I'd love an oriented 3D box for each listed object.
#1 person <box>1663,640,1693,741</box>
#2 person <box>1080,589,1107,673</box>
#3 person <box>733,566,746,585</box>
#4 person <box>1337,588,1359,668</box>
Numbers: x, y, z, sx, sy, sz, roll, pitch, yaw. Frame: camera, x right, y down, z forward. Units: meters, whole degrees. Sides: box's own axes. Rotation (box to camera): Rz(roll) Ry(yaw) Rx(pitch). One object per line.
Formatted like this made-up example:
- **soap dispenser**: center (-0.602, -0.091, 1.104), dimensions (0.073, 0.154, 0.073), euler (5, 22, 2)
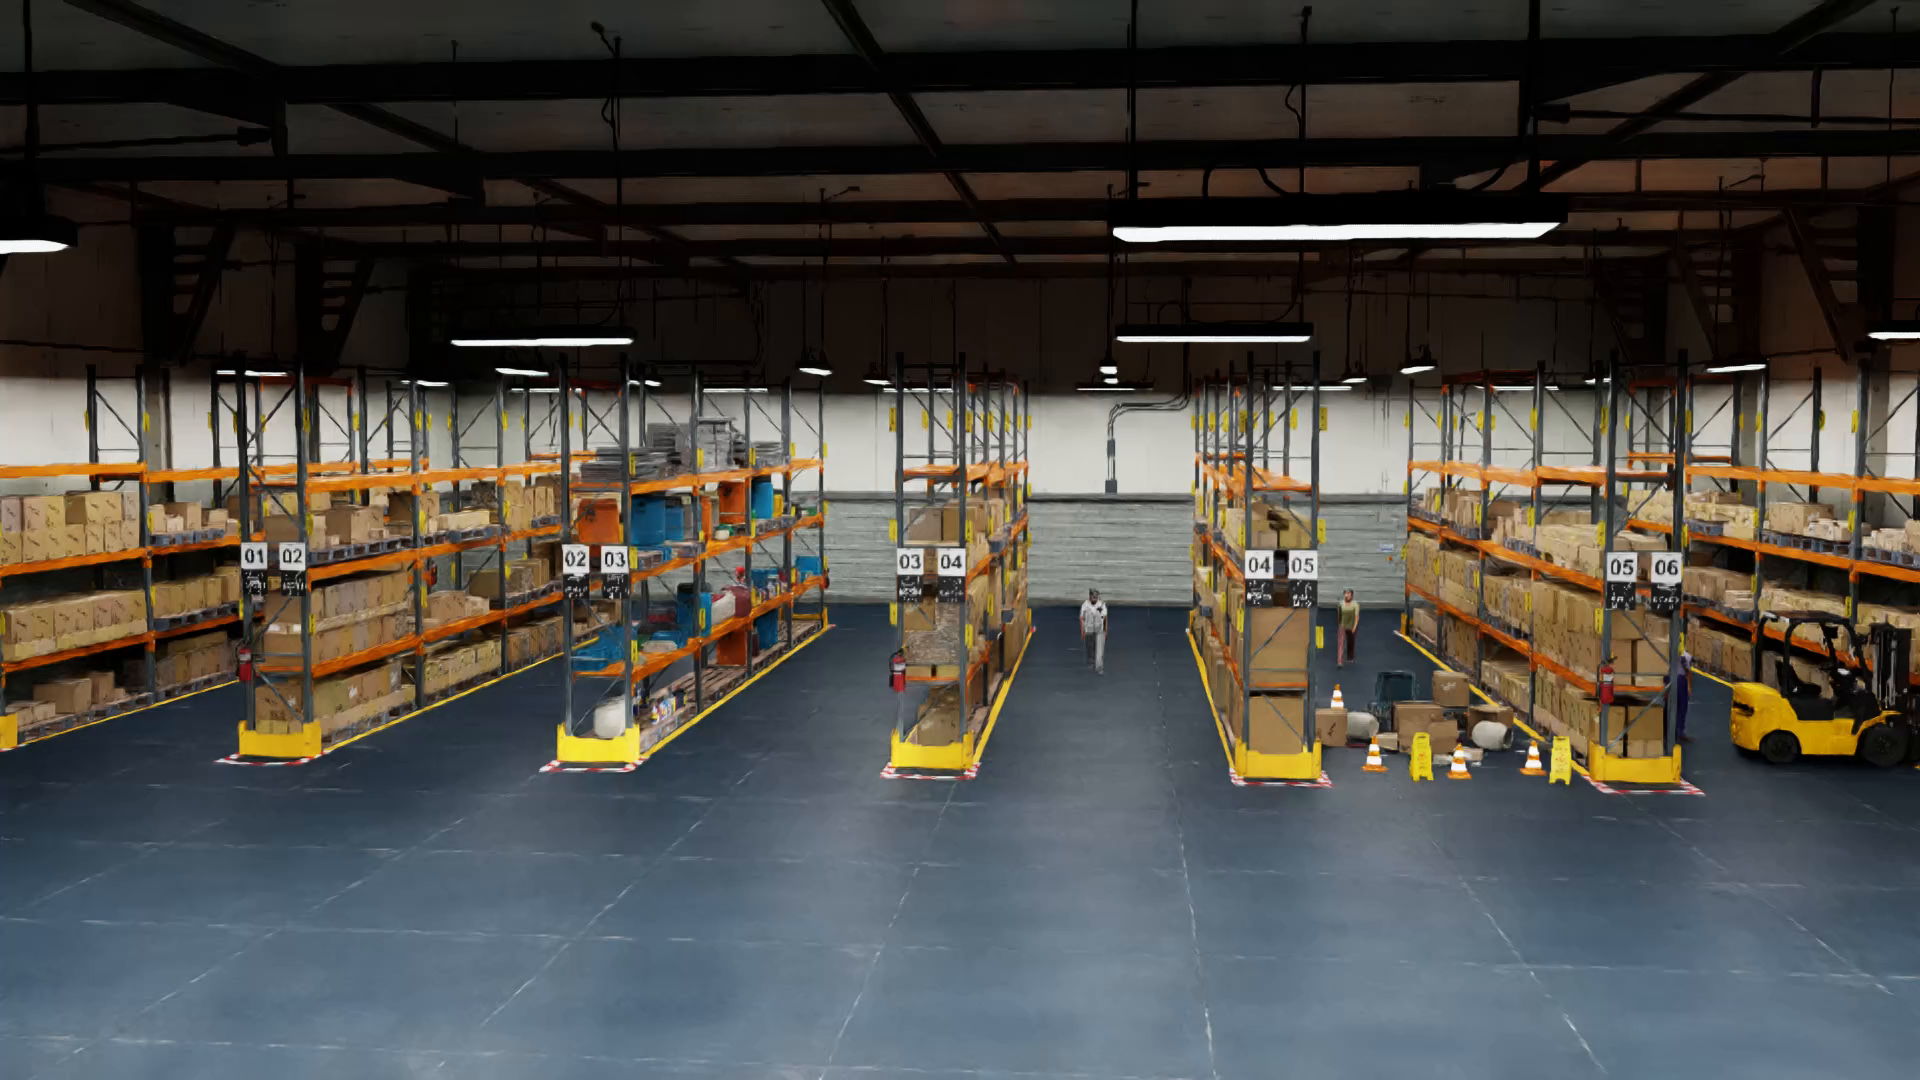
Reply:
- **person**: center (11.345, 2.304, 26.252), dimensions (0.428, 1.656, 0.534), euler (-2, 5, -26)
- **person**: center (2.661, 1.790, 33.190), dimensions (0.542, 1.675, 1.126), euler (1, 4, 8)
- **person**: center (-4.909, 1.459, 37.560), dimensions (0.611, 1.767, 0.680), euler (3, 5, 40)
- **person**: center (7.911, 1.778, 33.903), dimensions (0.447, 1.605, 1.017), euler (1, 4, 14)
